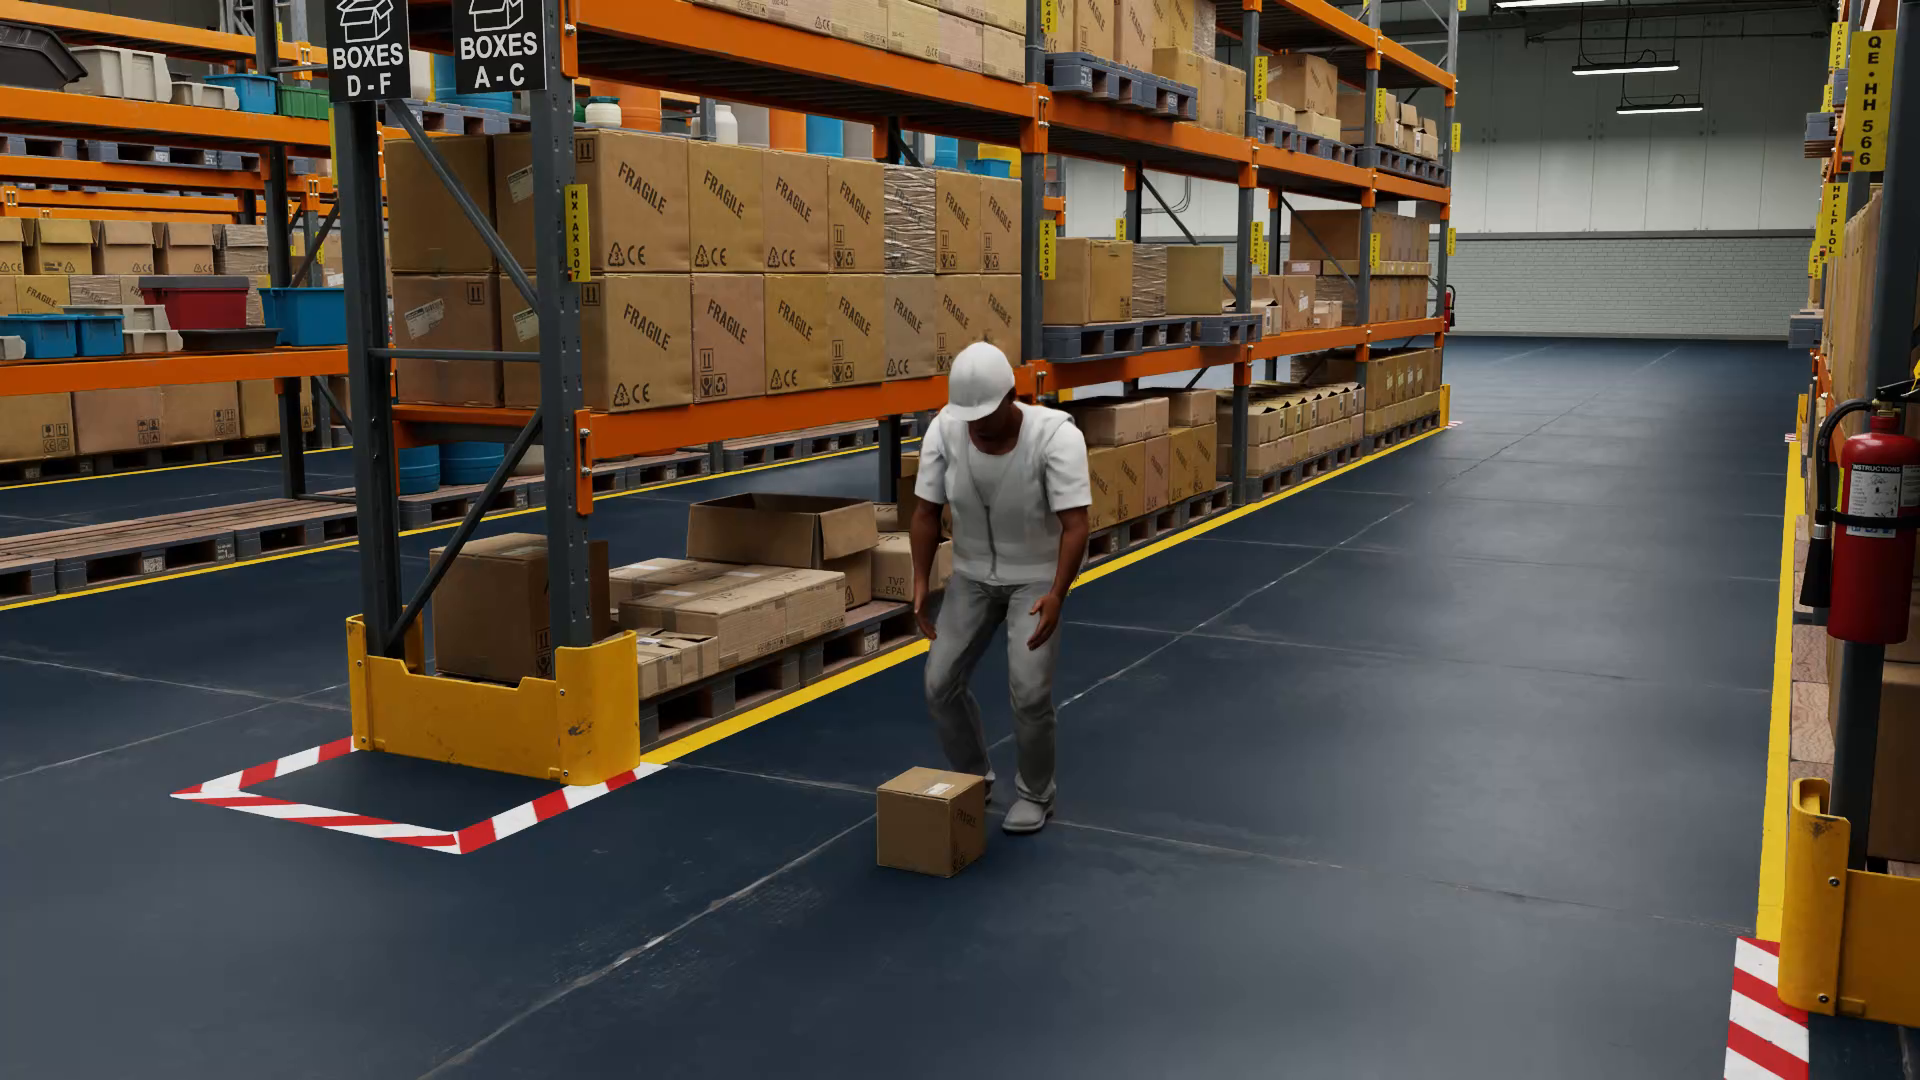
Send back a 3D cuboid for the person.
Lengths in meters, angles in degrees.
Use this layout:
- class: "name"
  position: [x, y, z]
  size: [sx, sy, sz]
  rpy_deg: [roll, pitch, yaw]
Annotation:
- class: "person"
  position: [0.142, 0.148, 5.421]
  size: [0.620, 1.591, 0.622]
  rpy_deg: [5, 10, 27]
